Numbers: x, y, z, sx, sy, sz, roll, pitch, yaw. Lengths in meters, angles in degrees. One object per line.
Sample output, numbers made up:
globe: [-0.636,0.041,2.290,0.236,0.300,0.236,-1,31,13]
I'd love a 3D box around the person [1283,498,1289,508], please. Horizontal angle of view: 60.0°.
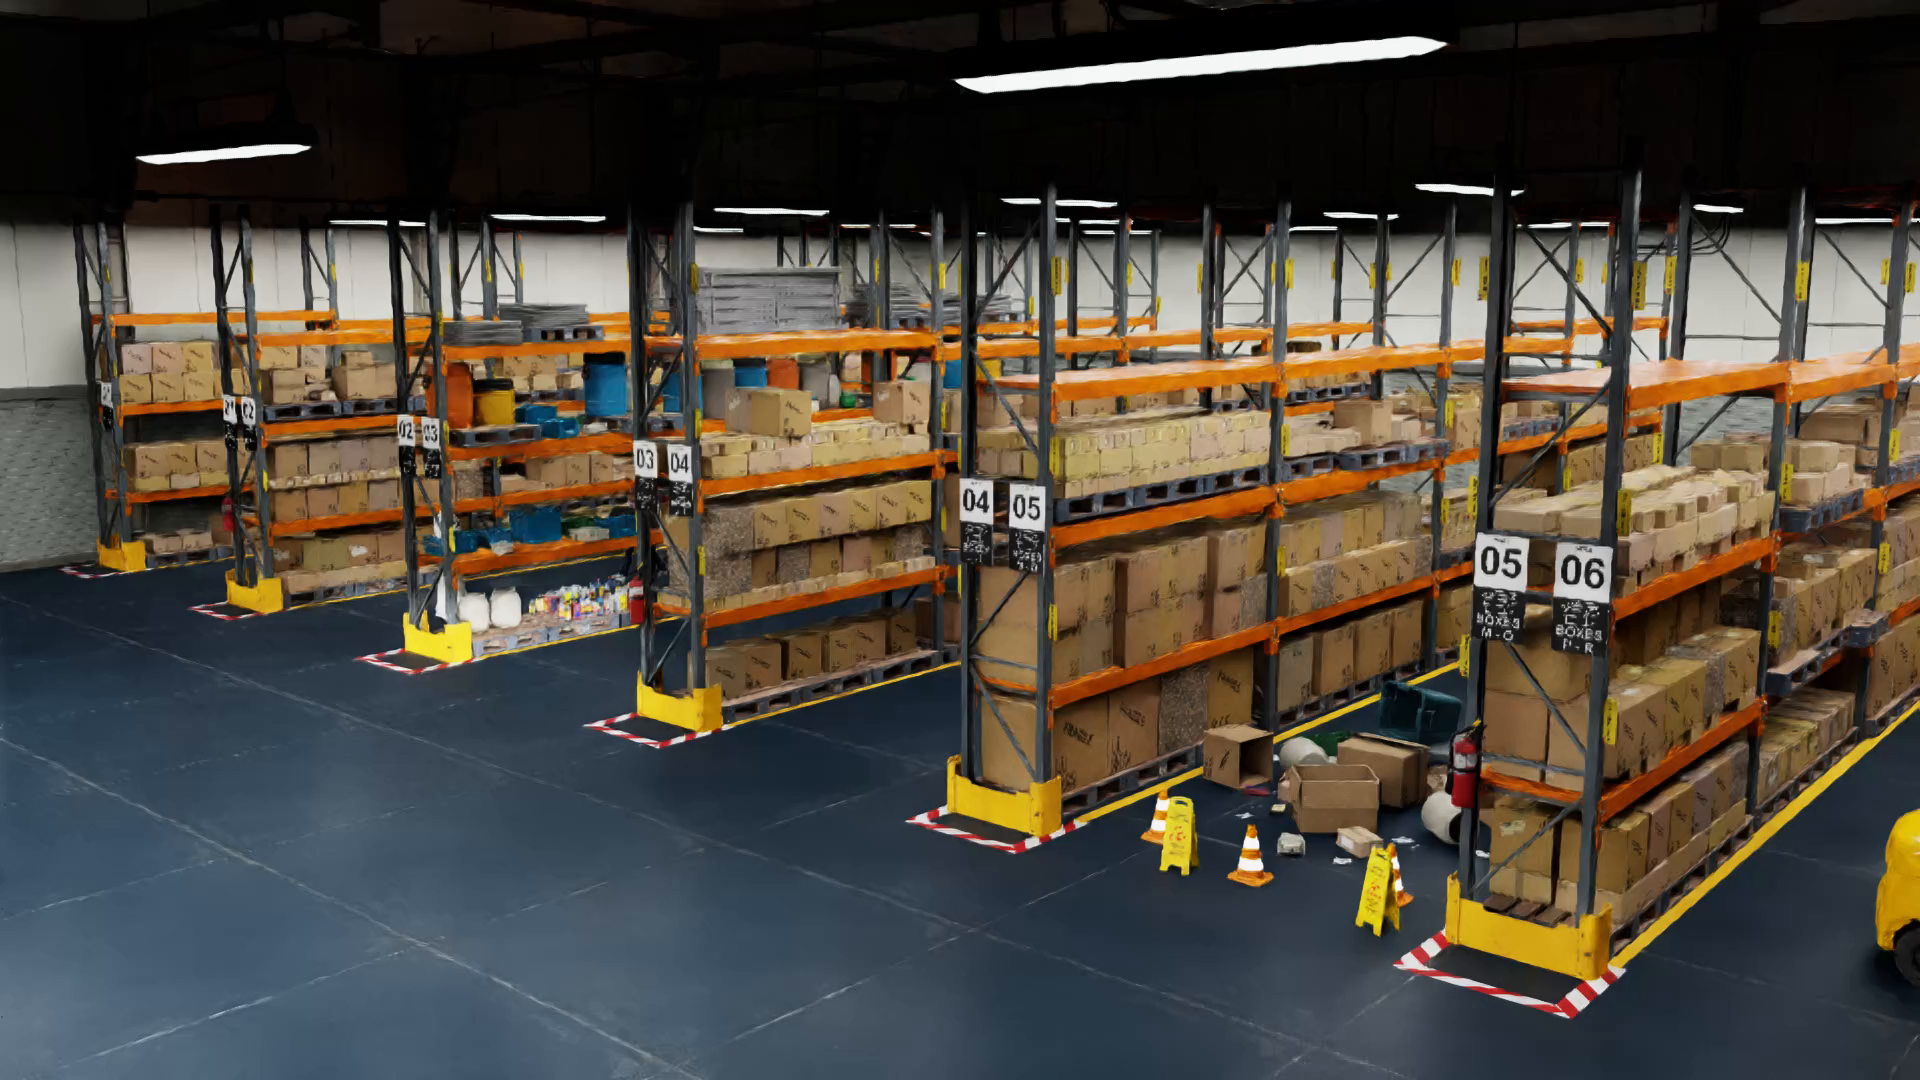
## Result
person: [4.851,0.170,25.048,0.557,1.711,1.039,8,12,39]

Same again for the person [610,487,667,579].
person: [-5.269,-0.117,27.259,0.961,1.533,0.408,-8,12,-39]

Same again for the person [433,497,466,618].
person: [-7.448,0.229,24.420,0.505,1.788,0.640,2,10,11]
